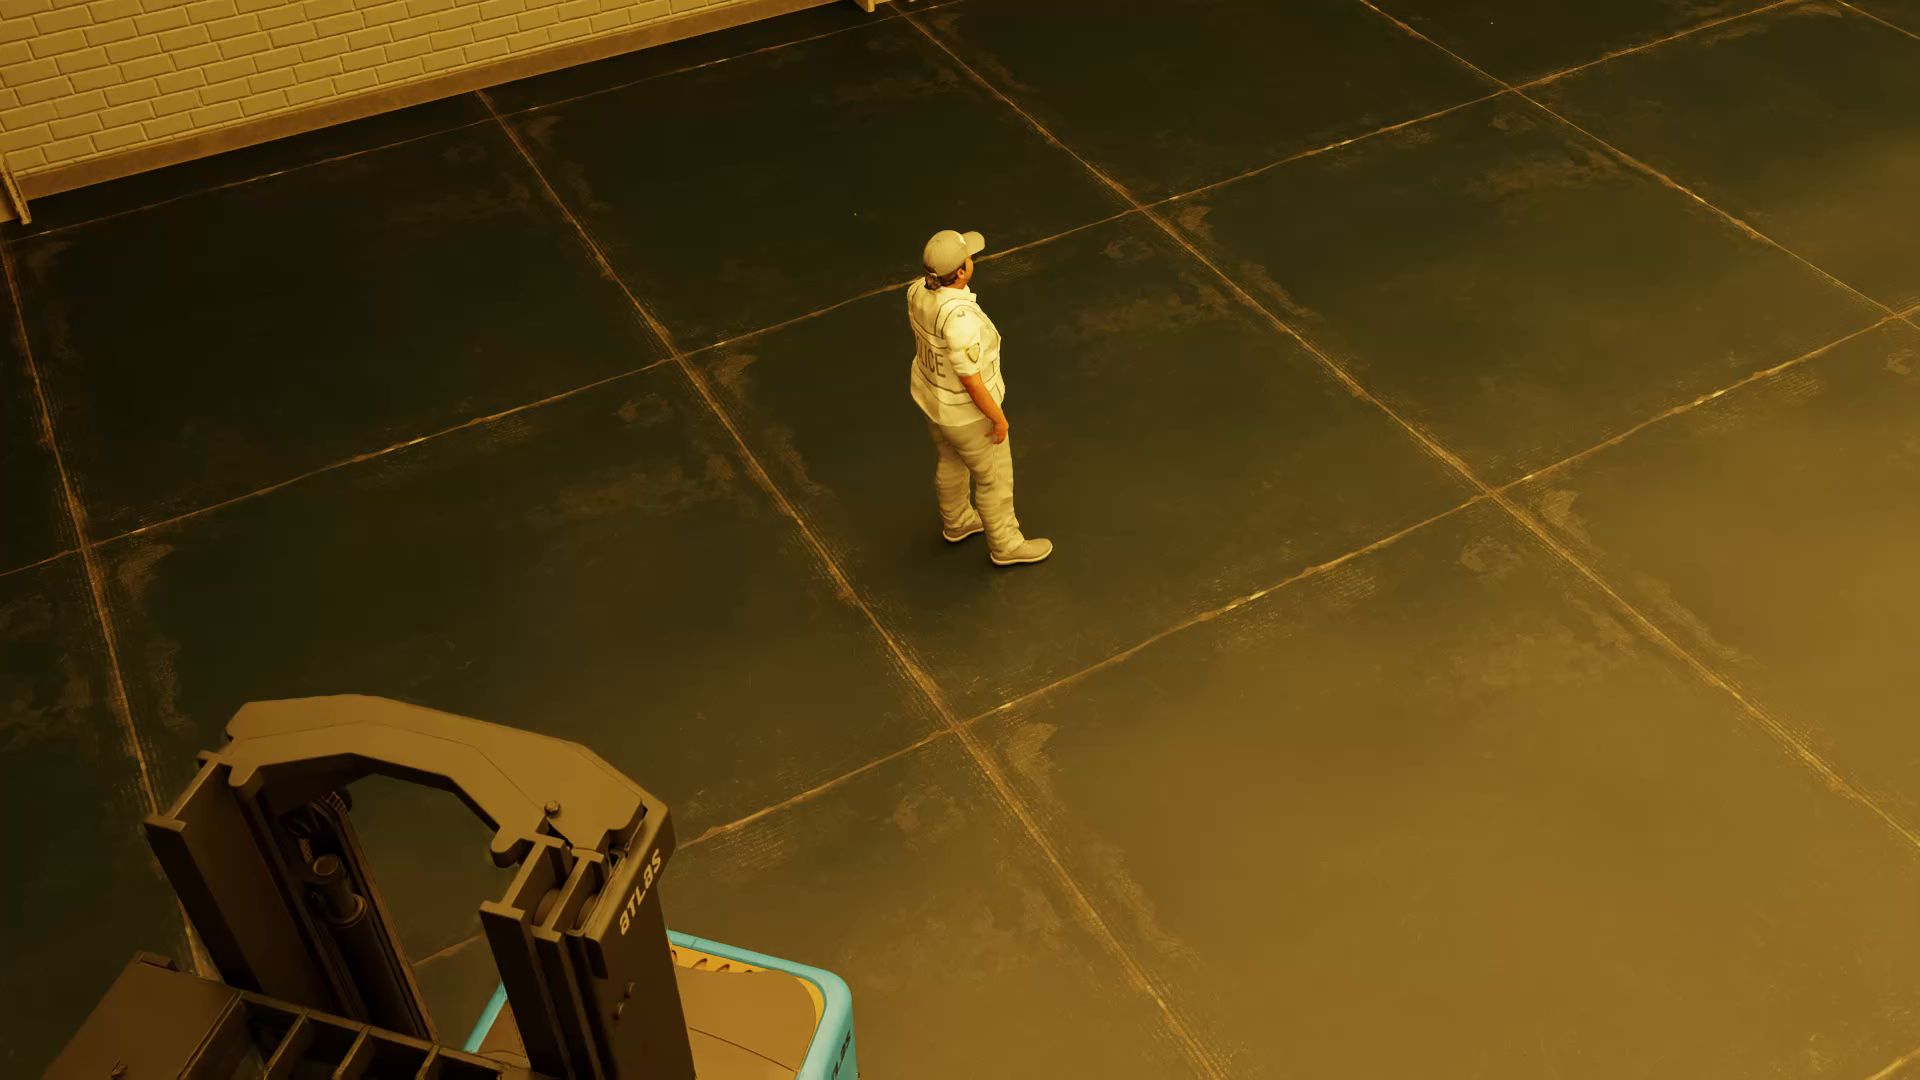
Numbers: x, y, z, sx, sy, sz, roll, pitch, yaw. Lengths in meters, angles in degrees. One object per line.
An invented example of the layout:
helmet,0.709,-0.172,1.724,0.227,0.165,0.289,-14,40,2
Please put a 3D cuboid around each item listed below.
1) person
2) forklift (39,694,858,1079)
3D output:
person,0.077,-0.629,7.295,0.529,1.670,0.599,-21,47,-21
forklift,-1.205,1.870,3.681,1.130,2.935,3.031,11,44,12
